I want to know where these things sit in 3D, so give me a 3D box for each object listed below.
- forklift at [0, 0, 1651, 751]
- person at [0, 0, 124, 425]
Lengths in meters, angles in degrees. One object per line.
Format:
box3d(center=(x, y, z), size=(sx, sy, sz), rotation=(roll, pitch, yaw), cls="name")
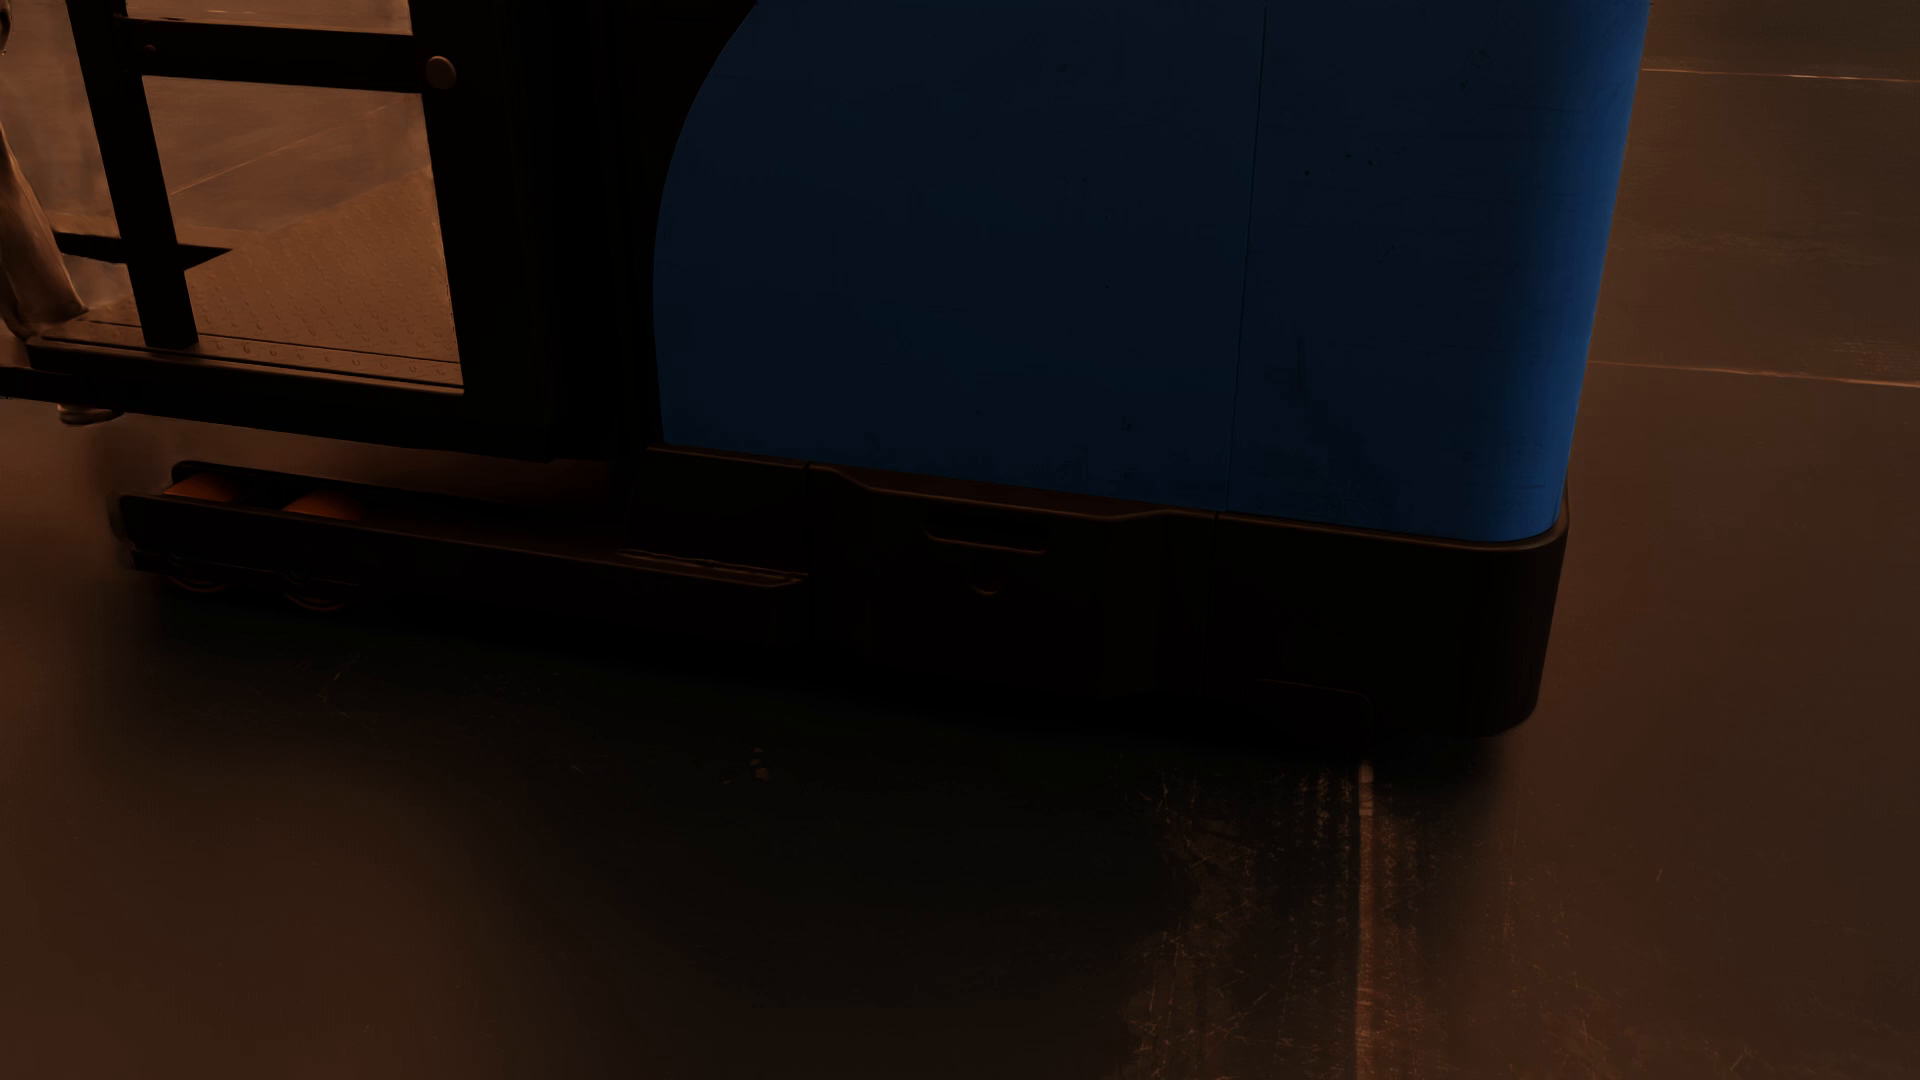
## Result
box3d(center=(-0.655, -1.427, 2.075), size=(3.031, 2.935, 1.130), rotation=(8, 28, 15), cls="forklift")
box3d(center=(-1.619, -0.639, 2.073), size=(0.922, 1.554, 0.794), rotation=(-19, 32, -32), cls="person")
